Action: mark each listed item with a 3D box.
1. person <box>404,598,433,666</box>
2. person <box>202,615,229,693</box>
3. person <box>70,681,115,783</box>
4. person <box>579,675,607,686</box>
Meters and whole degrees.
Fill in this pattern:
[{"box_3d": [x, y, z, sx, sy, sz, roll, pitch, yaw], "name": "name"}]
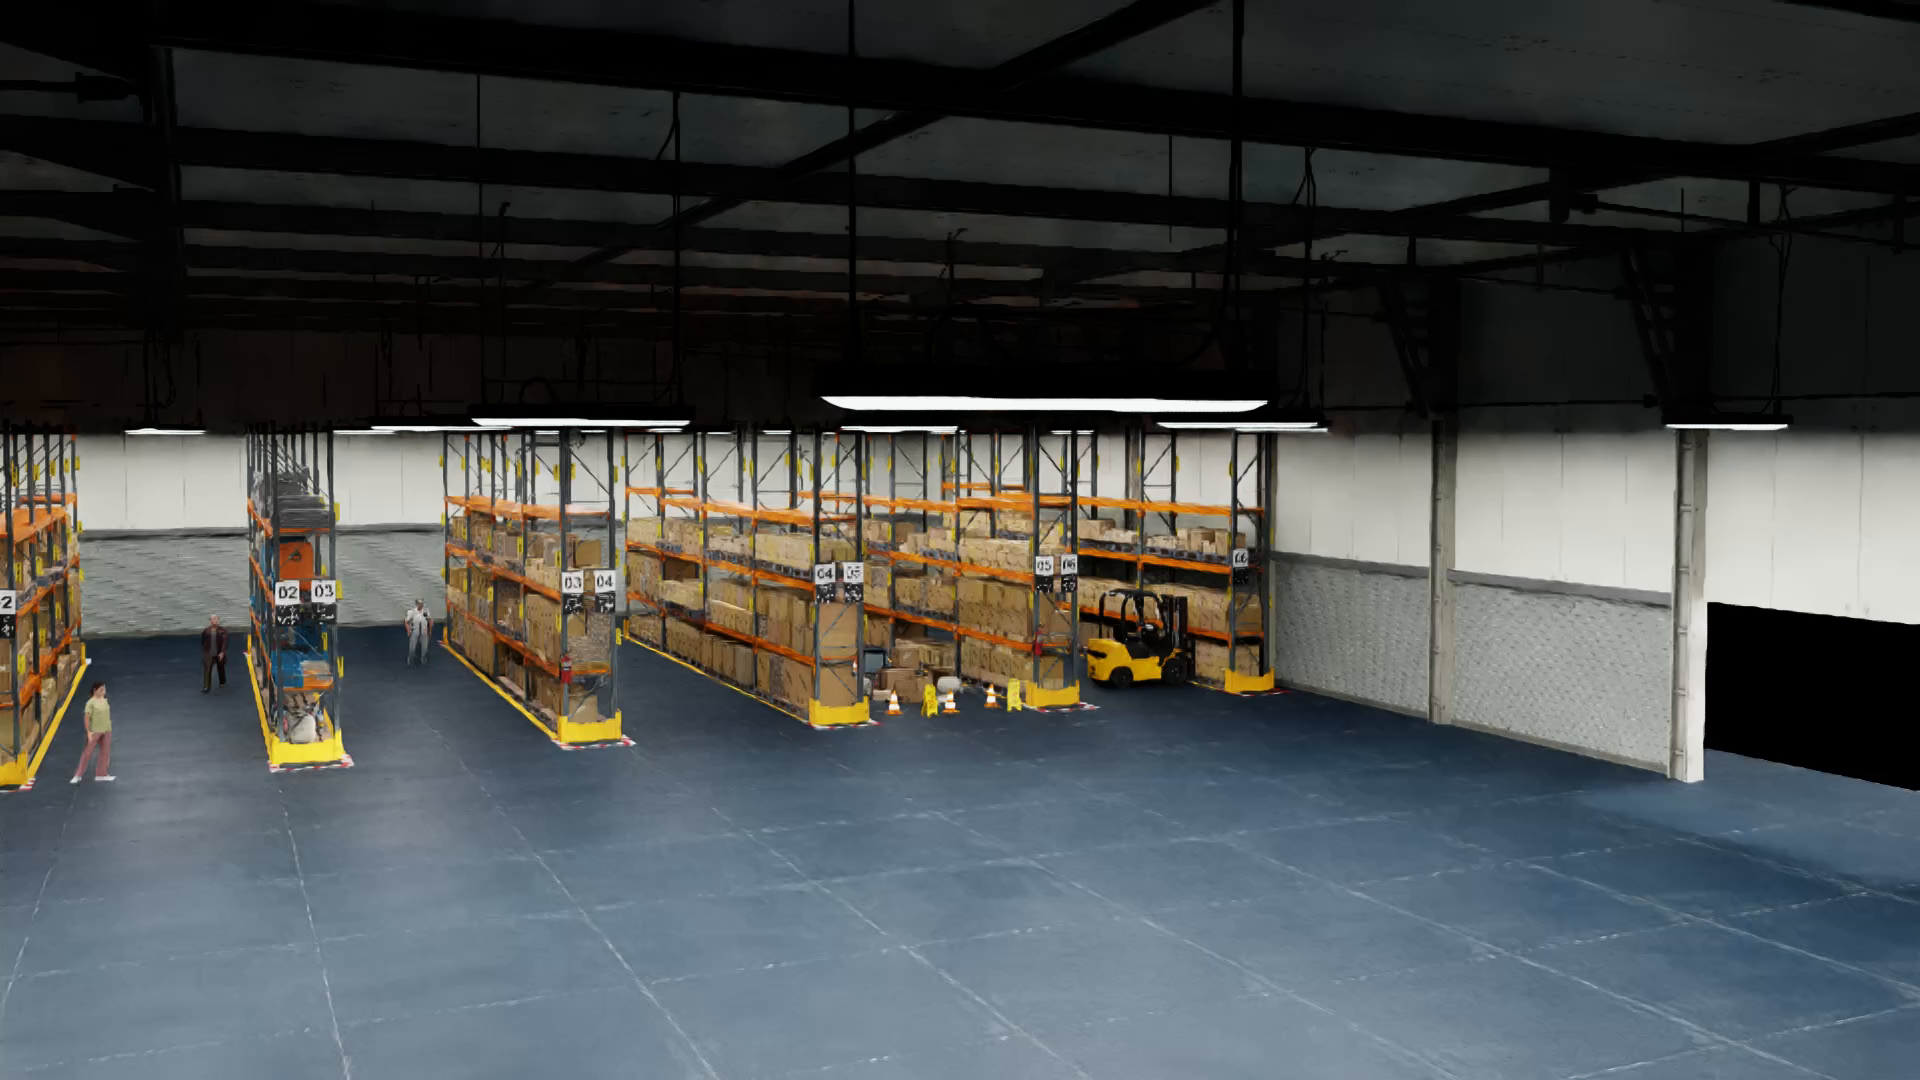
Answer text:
[{"box_3d": [-13.483, 2.282, 41.430, 0.682, 1.715, 0.542, -2, 4, -27], "name": "person"}, {"box_3d": [-16.647, 2.526, 37.168, 0.573, 1.715, 1.103, -1, 4, -16], "name": "person"}, {"box_3d": [-14.373, 3.178, 27.461, 0.459, 1.667, 0.646, 1, 4, 23], "name": "person"}, {"box_3d": [-8.473, 2.477, 38.130, 0.569, 1.709, 1.032, -2, 4, -33], "name": "person"}]
